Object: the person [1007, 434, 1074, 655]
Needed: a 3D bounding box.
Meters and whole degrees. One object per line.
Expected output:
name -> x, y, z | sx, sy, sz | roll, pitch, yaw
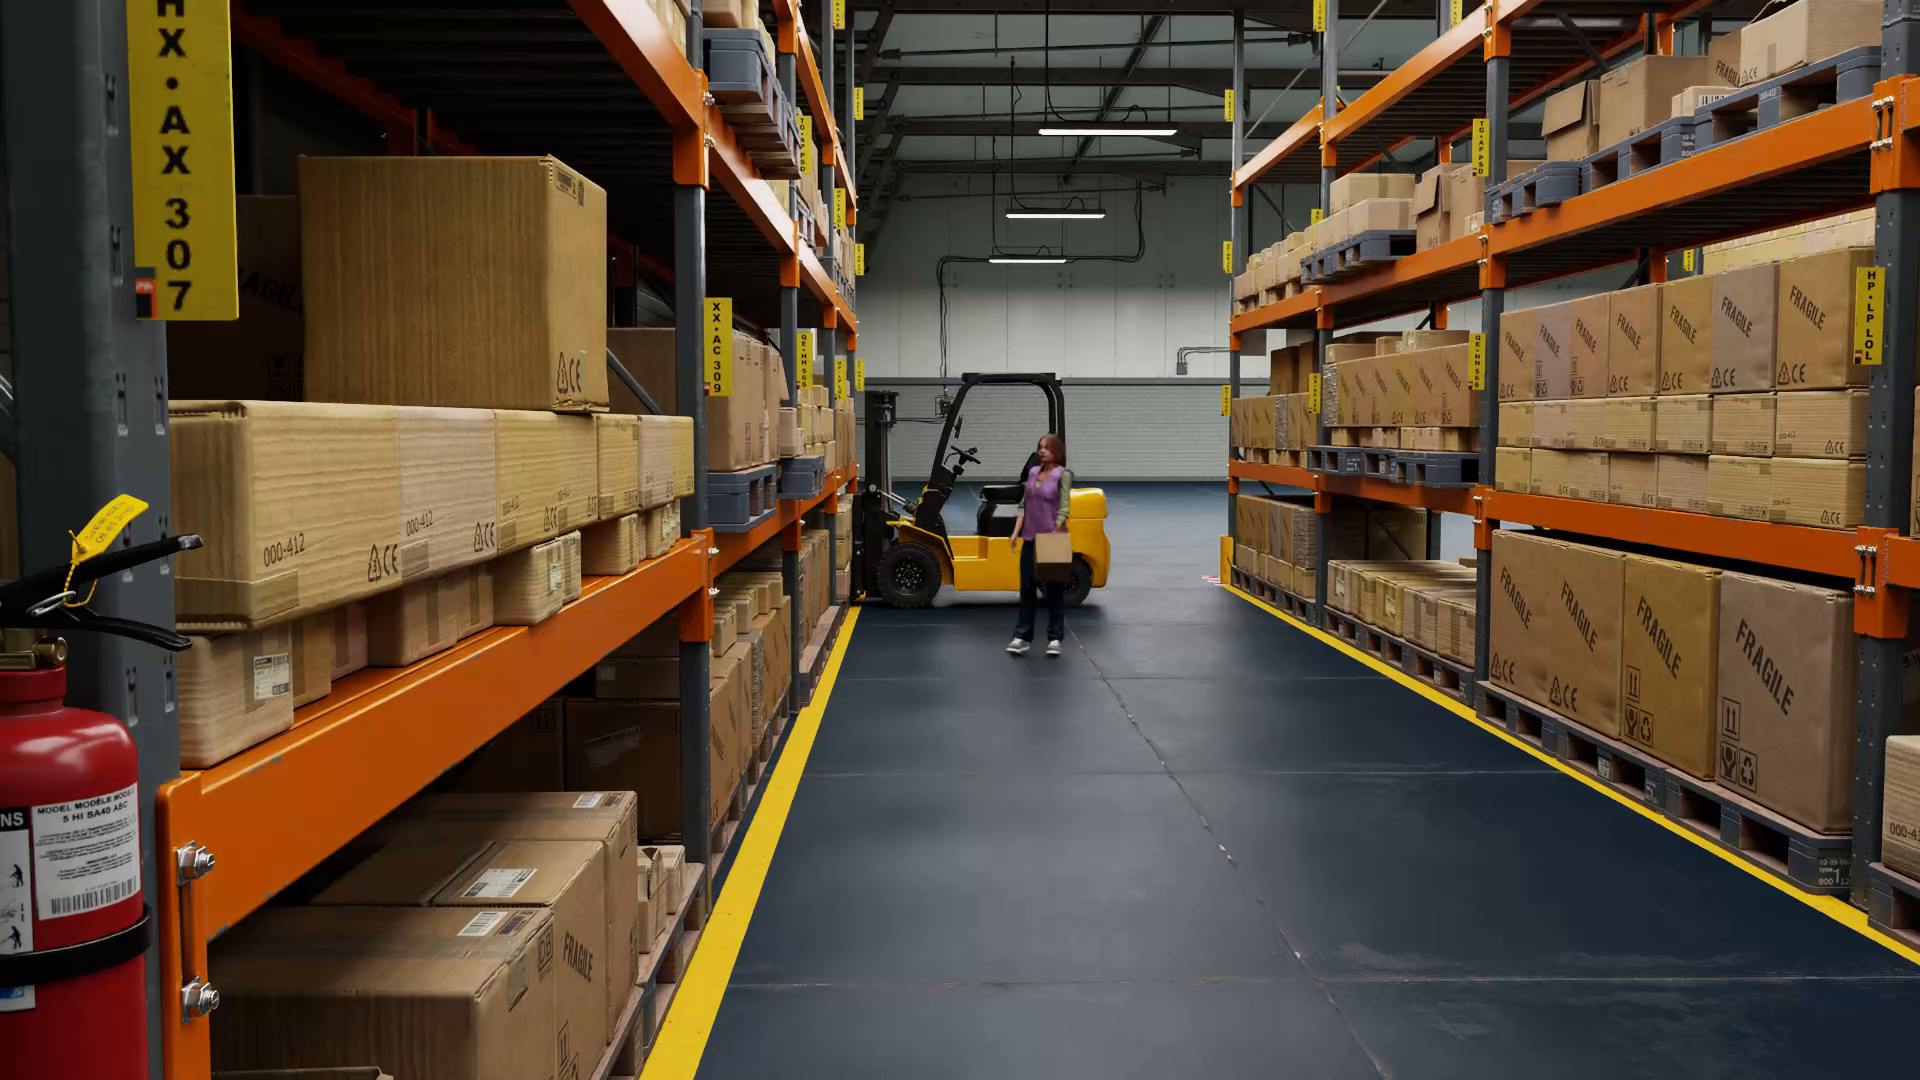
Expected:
person -> 0.593, 0.029, 12.097 | 0.434, 1.603, 0.443 | 3, 5, 39
